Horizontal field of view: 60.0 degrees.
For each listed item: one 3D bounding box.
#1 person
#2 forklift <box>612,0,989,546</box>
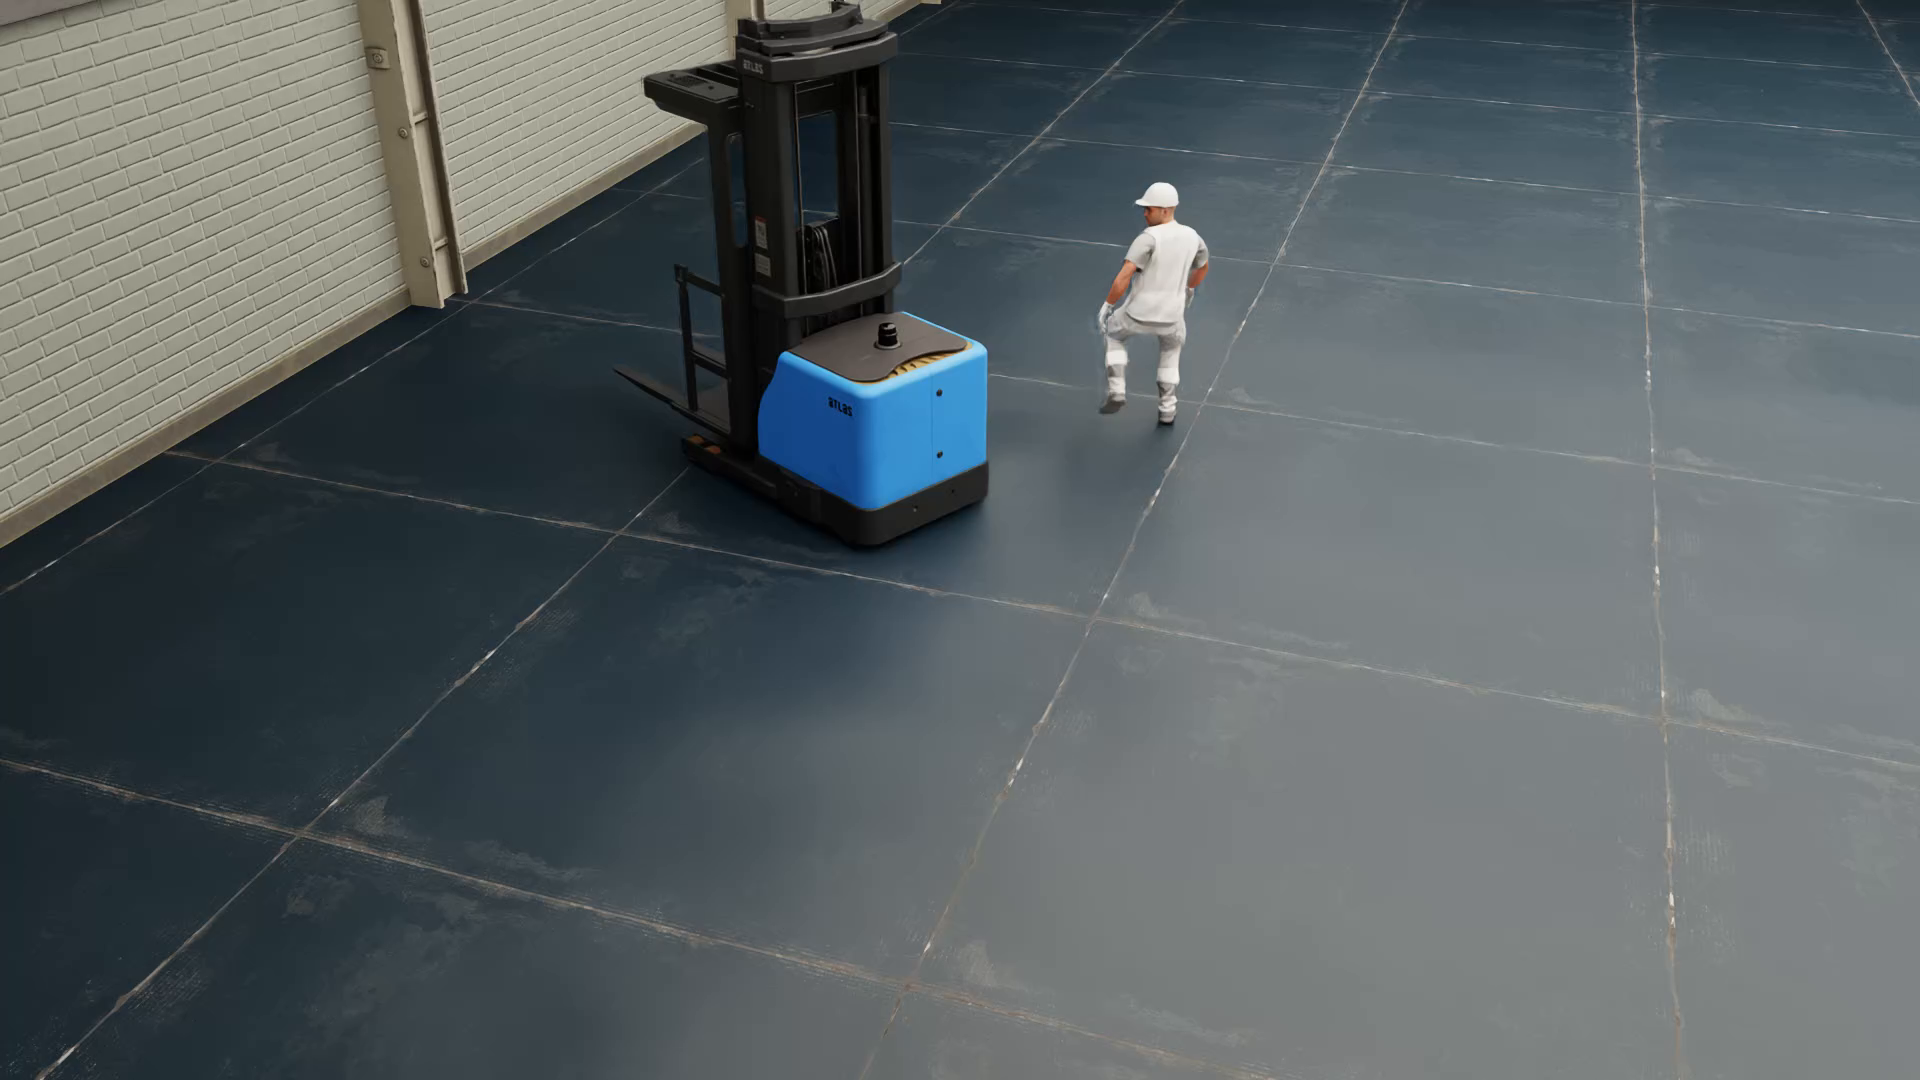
[{"bbox_3d":[1.268,-1.576,11.181,0.831,1.676,0.621,-5,30,-9],"label":"person"},{"bbox_3d":[-1.195,-1.879,10.433,1.130,2.935,3.031,-25,38,-36],"label":"forklift"}]
